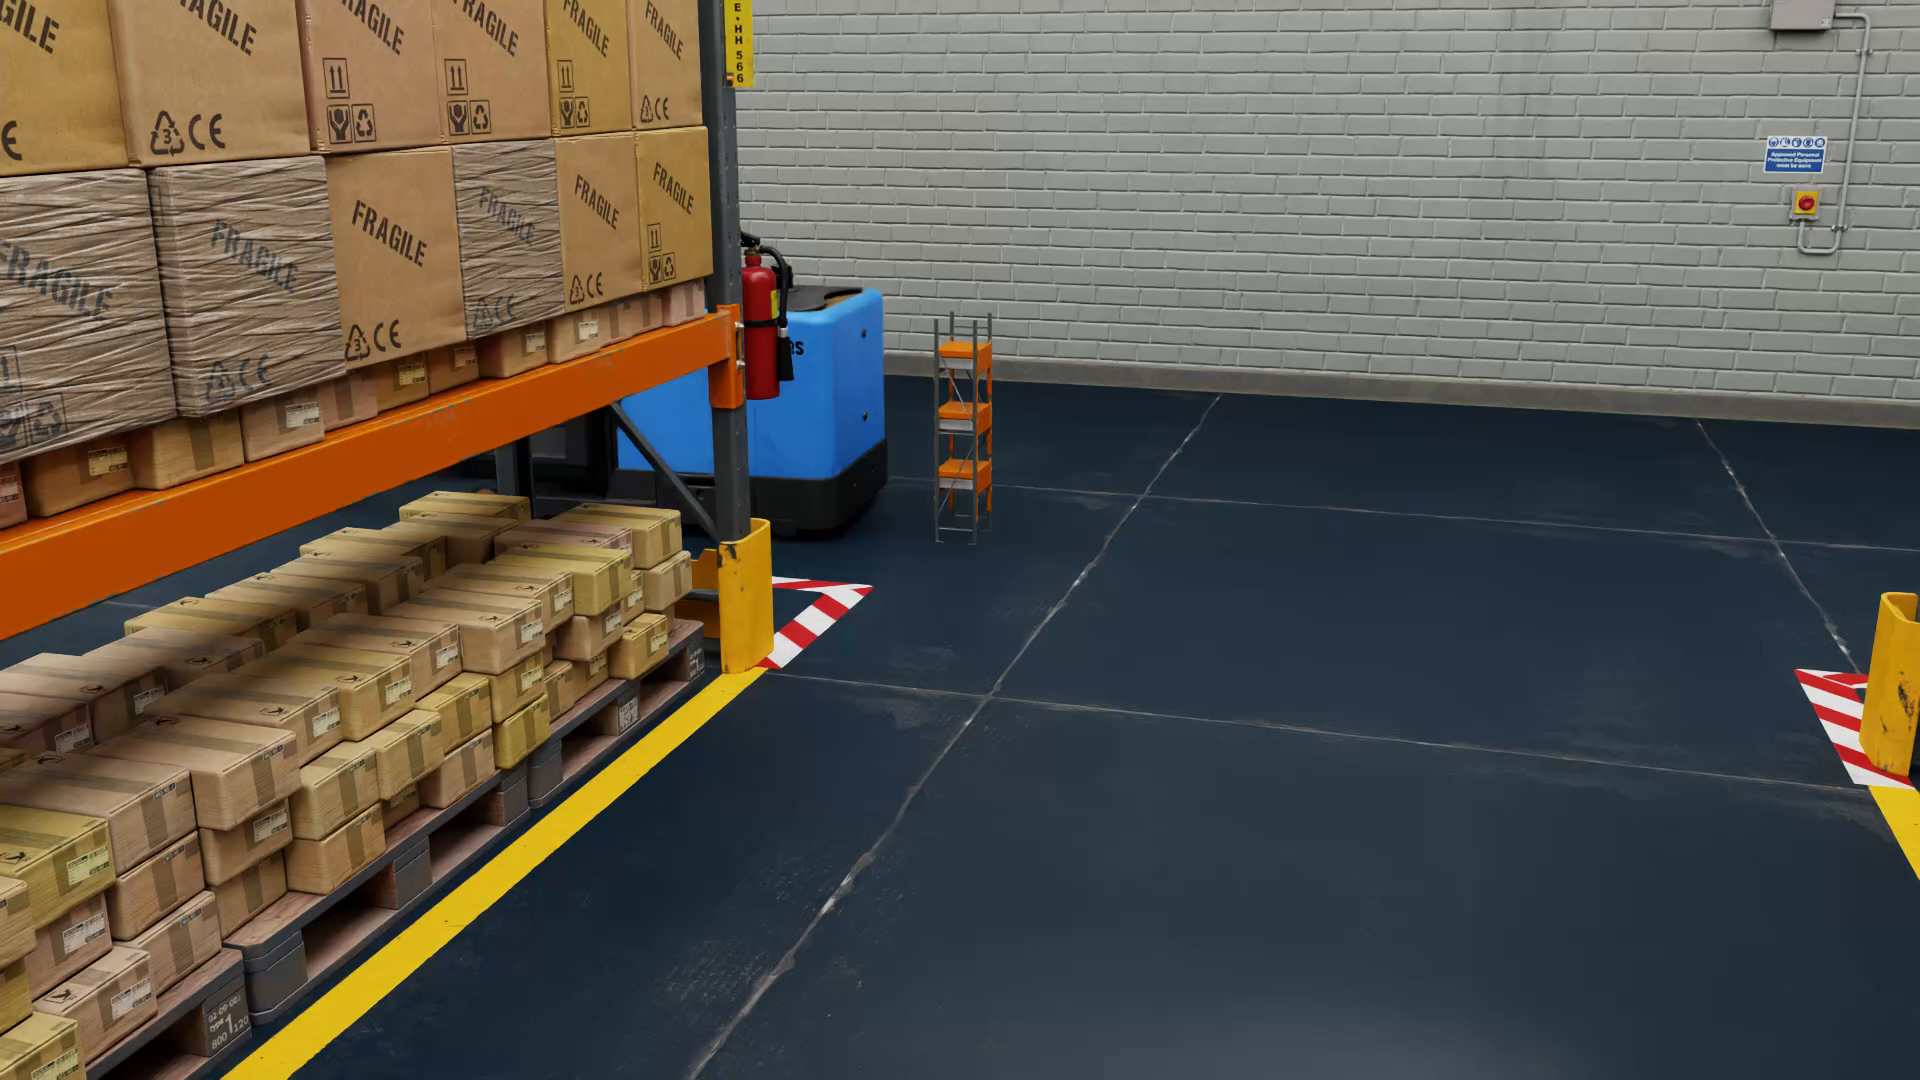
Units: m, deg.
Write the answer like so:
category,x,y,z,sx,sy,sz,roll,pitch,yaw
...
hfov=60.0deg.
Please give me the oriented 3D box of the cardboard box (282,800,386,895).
category,x,y,z,sx,sy,sz,roll,pitch,yaw
cardboard box,-1.678,0.745,4.160,0.380,0.149,0.250,4,16,14

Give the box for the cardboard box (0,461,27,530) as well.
category,x,y,z,sx,sy,sz,roll,pitch,yaw
cardboard box,-1.997,-0.086,3.097,0.380,0.149,0.250,4,16,13

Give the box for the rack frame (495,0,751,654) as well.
category,x,y,z,sx,sy,sz,roll,pitch,yaw
rack frame,-1.282,-1.058,6.062,1.000,3.000,0.127,5,16,16

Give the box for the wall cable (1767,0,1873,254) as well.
category,x,y,z,sx,sy,sz,roll,pitch,yaw
wall cable,5.072,-2.681,9.866,0.585,1.953,0.123,5,16,16

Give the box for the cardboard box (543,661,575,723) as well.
category,x,y,z,sx,sy,sz,roll,pitch,yaw
cardboard box,-1.423,0.469,5.135,0.380,0.149,0.250,5,17,16

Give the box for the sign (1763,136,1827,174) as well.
category,x,y,z,sx,sy,sz,roll,pitch,yaw
sign,5.043,-2.327,10.042,0.327,0.218,0.001,5,16,16

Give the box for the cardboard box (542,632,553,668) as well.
category,x,y,z,sx,sy,sz,roll,pitch,yaw
cardboard box,-1.480,0.327,5.089,0.380,0.149,0.250,4,16,15

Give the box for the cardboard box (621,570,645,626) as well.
category,x,y,z,sx,sy,sz,roll,pitch,yaw
cardboard box,-1.285,0.193,5.562,0.380,0.149,0.250,4,16,15

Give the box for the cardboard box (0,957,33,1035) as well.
category,x,y,z,sx,sy,sz,roll,pitch,yaw
cardboard box,-2.023,0.872,3.168,0.380,0.149,0.250,5,17,16

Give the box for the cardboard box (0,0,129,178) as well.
category,x,y,z,sx,sy,sz,roll,pitch,yaw
cardboard box,-1.925,-0.920,3.014,0.500,0.500,0.500,4,16,14

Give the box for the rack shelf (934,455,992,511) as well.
category,x,y,z,sx,sy,sz,roll,pitch,yaw
rack shelf,0.015,-0.242,7.814,0.215,0.259,0.240,5,16,16

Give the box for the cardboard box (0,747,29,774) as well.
category,x,y,z,sx,sy,sz,roll,pitch,yaw
cardboard box,-2.321,0.561,3.718,0.380,0.149,0.250,5,17,18

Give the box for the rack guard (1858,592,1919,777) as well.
category,x,y,z,sx,sy,sz,roll,pitch,yaw
rack guard,3.499,0.496,5.165,1.175,0.500,0.348,5,16,16

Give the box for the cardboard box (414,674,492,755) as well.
category,x,y,z,sx,sy,sz,roll,pitch,yaw
cardboard box,-1.530,0.467,4.596,0.380,0.149,0.250,5,17,19

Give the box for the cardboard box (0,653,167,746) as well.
category,x,y,z,sx,sy,sz,roll,pitch,yaw
cardboard box,-2.267,0.412,4.245,0.380,0.149,0.250,4,16,14

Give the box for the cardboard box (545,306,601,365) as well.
category,x,y,z,sx,sy,sz,roll,pitch,yaw
cardboard box,-1.318,-0.632,5.022,0.380,0.149,0.250,5,17,17

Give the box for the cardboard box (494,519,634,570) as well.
category,x,y,z,sx,sy,sz,roll,pitch,yaw
cardboard box,-1.316,0.045,5.539,0.380,0.149,0.250,5,17,17

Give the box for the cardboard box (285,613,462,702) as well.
category,x,y,z,sx,sy,sz,roll,pitch,yaw
cardboard box,-1.607,0.320,4.568,0.380,0.149,0.250,4,16,14

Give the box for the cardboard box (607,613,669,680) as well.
category,x,y,z,sx,sy,sz,roll,pitch,yaw
cardboard box,-1.208,0.341,5.586,0.380,0.149,0.250,5,17,18

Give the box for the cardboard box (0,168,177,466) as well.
category,x,y,z,sx,sy,sz,roll,pitch,yaw
cardboard box,-1.903,-0.443,3.164,0.500,0.500,0.500,5,16,16

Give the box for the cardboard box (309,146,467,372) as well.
category,x,y,z,sx,sy,sz,roll,pitch,yaw
cardboard box,-1.601,-0.714,4.122,0.500,0.500,0.500,5,17,19

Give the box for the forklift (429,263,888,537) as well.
category,x,y,z,sx,sy,sz,roll,pitch,yaw
forklift,-1.946,-1.614,8.148,3.031,2.935,1.130,4,16,12

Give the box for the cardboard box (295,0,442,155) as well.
category,x,y,z,sx,sy,sz,roll,pitch,yaw
cardboard box,-1.604,-1.183,3.943,0.500,0.500,0.500,4,16,14

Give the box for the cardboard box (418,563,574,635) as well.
category,x,y,z,sx,sy,sz,roll,pitch,yaw
cardboard box,-1.402,0.185,5.044,0.380,0.149,0.250,4,16,14

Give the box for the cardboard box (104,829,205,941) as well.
category,x,y,z,sx,sy,sz,roll,pitch,yaw
cardboard box,-1.909,0.735,3.651,0.380,0.149,0.250,4,16,13

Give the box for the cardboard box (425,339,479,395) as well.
category,x,y,z,sx,sy,sz,roll,pitch,yaw
cardboard box,-1.555,-0.500,4.554,0.380,0.149,0.250,4,16,14

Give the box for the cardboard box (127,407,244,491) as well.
category,x,y,z,sx,sy,sz,roll,pitch,yaw
cardboard box,-1.780,-0.218,3.561,0.380,0.149,0.250,5,17,17

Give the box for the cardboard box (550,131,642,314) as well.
category,x,y,z,sx,sy,sz,roll,pitch,yaw
cardboard box,-1.315,-0.977,5.049,0.500,0.500,0.500,4,16,15

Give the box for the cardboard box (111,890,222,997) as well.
category,x,y,z,sx,sy,sz,roll,pitch,yaw
cardboard box,-1.887,0.879,3.689,0.380,0.149,0.250,4,16,15

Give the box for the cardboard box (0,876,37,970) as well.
category,x,y,z,sx,sy,sz,roll,pitch,yaw
cardboard box,-1.987,0.730,3.122,0.380,0.149,0.250,5,17,19

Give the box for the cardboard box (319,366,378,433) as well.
category,x,y,z,sx,sy,sz,roll,pitch,yaw
cardboard box,-1.665,-0.361,4.066,0.380,0.149,0.250,5,17,18

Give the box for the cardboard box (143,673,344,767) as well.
category,x,y,z,sx,sy,sz,roll,pitch,yaw
cardboard box,-1.762,0.452,4.102,0.380,0.149,0.250,4,16,14

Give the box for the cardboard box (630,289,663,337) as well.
category,x,y,z,sx,sy,sz,roll,pitch,yaw
cardboard box,-1.211,-0.768,5.499,0.380,0.149,0.250,5,16,16

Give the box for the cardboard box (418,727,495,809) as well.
category,x,y,z,sx,sy,sz,roll,pitch,yaw
cardboard box,-1.533,0.610,4.636,0.380,0.149,0.250,5,17,17

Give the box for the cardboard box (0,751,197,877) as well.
category,x,y,z,sx,sy,sz,roll,pitch,yaw
cardboard box,-1.911,0.590,3.615,0.380,0.149,0.250,4,16,14

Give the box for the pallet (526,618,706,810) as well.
category,x,y,z,sx,sy,sz,roll,pitch,yaw
pallet,-1.569,0.513,5.633,1.003,0.211,1.213,5,16,16

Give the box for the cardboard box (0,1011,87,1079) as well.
category,x,y,z,sx,sy,sz,roll,pitch,yaw
cardboard box,-1.932,1.018,3.198,0.380,0.149,0.250,5,17,18

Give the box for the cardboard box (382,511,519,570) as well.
category,x,y,z,sx,sy,sz,roll,pitch,yaw
cardboard box,-1.720,0.018,5.635,0.380,0.149,0.250,5,17,17

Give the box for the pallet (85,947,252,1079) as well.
category,x,y,z,sx,sy,sz,roll,pitch,yaw
pallet,-2.262,1.152,3.382,1.003,0.211,1.213,5,16,16

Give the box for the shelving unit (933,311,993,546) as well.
category,x,y,z,sx,sy,sz,roll,pitch,yaw
shelving unit,0.015,-0.519,7.735,0.215,1.050,0.252,5,16,16

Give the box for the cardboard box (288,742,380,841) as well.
category,x,y,z,sx,sy,sz,roll,pitch,yaw
cardboard box,-1.676,0.604,4.114,0.380,0.149,0.250,4,16,15

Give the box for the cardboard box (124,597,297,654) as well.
category,x,y,z,sx,sy,sz,roll,pitch,yaw
cardboard box,-2.112,0.282,4.703,0.380,0.149,0.250,5,17,17

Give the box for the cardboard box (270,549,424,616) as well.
category,x,y,z,sx,sy,sz,roll,pitch,yaw
cardboard box,-1.906,0.145,5.186,0.380,0.149,0.250,4,16,13

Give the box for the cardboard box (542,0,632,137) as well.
category,x,y,z,sx,sy,sz,roll,pitch,yaw
cardboard box,-1.318,-1.459,4.914,0.500,0.500,0.500,4,16,14

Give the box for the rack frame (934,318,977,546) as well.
category,x,y,z,sx,sy,sz,roll,pitch,yaw
rack frame,-0.019,-0.487,7.623,0.200,1.050,0.008,5,16,16
